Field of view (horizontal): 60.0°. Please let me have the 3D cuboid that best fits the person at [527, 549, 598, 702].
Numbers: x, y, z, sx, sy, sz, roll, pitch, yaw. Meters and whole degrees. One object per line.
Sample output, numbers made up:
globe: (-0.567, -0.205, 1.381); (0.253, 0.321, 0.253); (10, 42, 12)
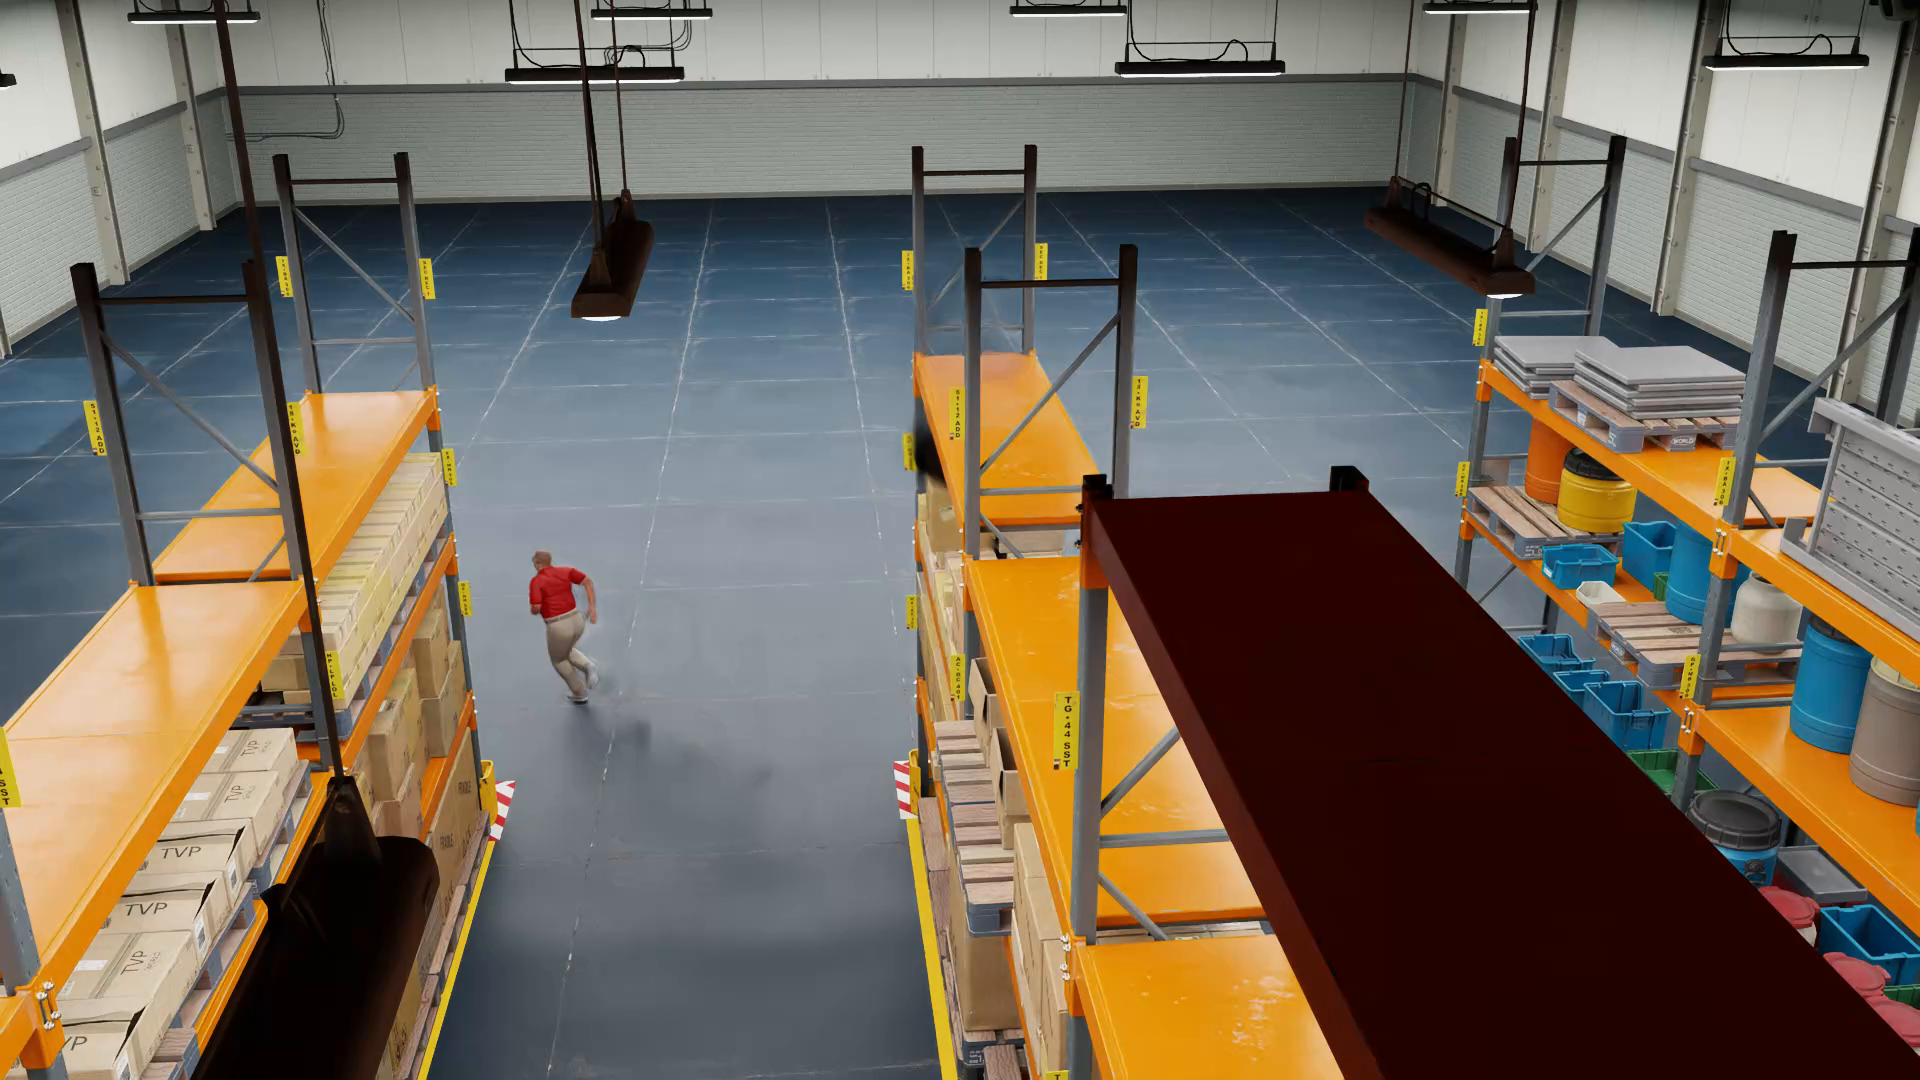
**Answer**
person: (-4.125, 0.893, 17.187); (0.748, 1.655, 0.652); (12, 25, 28)
